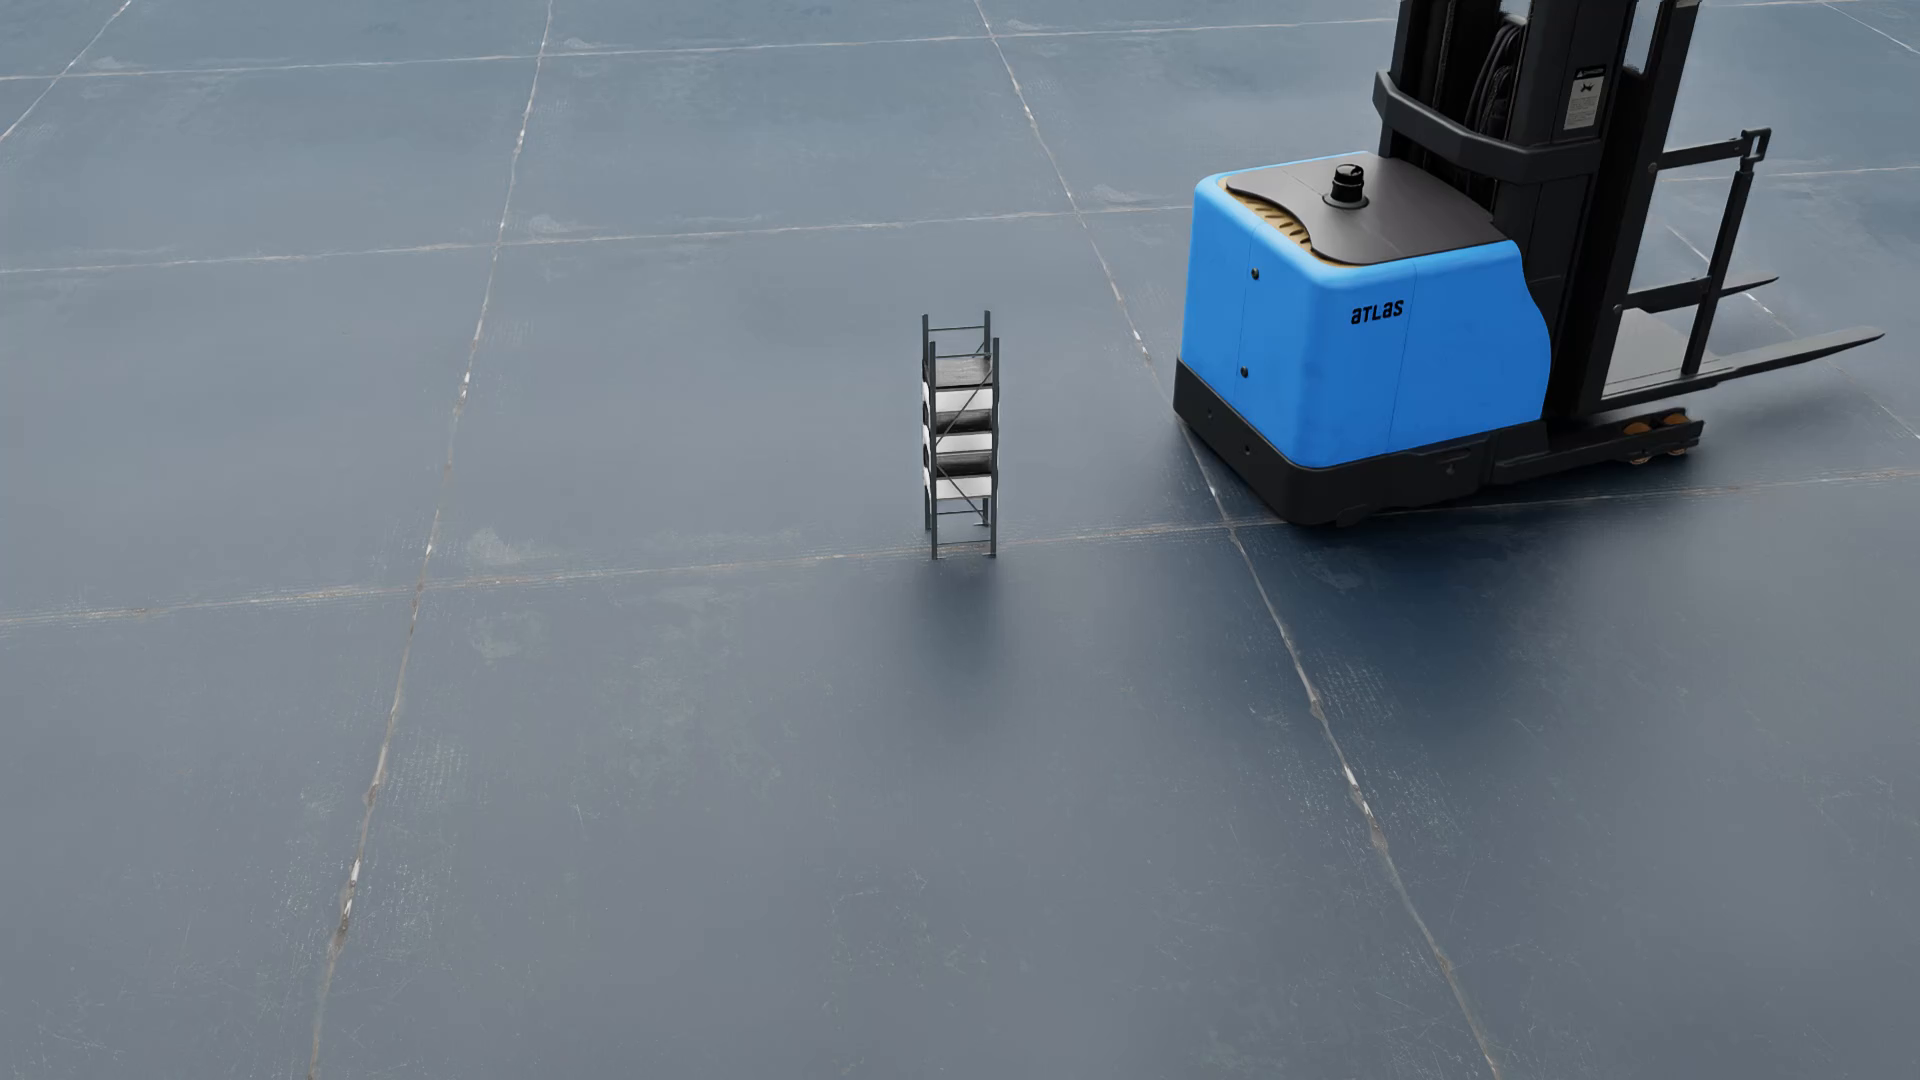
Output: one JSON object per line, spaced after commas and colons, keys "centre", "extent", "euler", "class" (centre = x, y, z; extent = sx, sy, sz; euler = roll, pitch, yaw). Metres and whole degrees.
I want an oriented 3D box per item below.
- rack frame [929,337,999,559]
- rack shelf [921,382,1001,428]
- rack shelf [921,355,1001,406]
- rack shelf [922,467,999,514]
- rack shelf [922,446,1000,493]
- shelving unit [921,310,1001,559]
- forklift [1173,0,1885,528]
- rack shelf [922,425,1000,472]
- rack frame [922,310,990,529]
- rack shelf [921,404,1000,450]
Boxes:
{"centre": [0.015, -0.311, 5.907], "extent": [0.240, 0.900, 0.006], "euler": [-4, 35, -6], "class": "rack frame"}
{"centre": [0.001, -0.489, 5.907], "extent": [0.258, 0.077, 0.200], "euler": [-4, 35, -6], "class": "rack shelf"}
{"centre": [0.001, -0.563, 5.857], "extent": [0.258, 0.077, 0.200], "euler": [-4, 35, -6], "class": "rack shelf"}
{"centre": [0.001, -0.191, 6.110], "extent": [0.258, 0.077, 0.200], "euler": [-4, 35, -6], "class": "rack shelf"}
{"centre": [0.001, -0.265, 6.059], "extent": [0.258, 0.077, 0.200], "euler": [-4, 35, -6], "class": "rack shelf"}
{"centre": [0.001, -0.367, 5.990], "extent": [0.258, 0.900, 0.210], "euler": [-4, 35, -6], "class": "shelving unit"}
{"centre": [2.457, -1.778, 6.256], "extent": [3.031, 2.935, 1.130], "euler": [-13, 36, -18], "class": "forklift"}
{"centre": [0.001, -0.340, 6.009], "extent": [0.258, 0.077, 0.200], "euler": [-4, 35, -6], "class": "rack shelf"}
{"centre": [-0.013, -0.424, 6.073], "extent": [0.240, 0.900, 0.006], "euler": [-4, 35, -6], "class": "rack frame"}
{"centre": [0.001, -0.414, 5.958], "extent": [0.258, 0.077, 0.200], "euler": [-4, 35, -6], "class": "rack shelf"}
